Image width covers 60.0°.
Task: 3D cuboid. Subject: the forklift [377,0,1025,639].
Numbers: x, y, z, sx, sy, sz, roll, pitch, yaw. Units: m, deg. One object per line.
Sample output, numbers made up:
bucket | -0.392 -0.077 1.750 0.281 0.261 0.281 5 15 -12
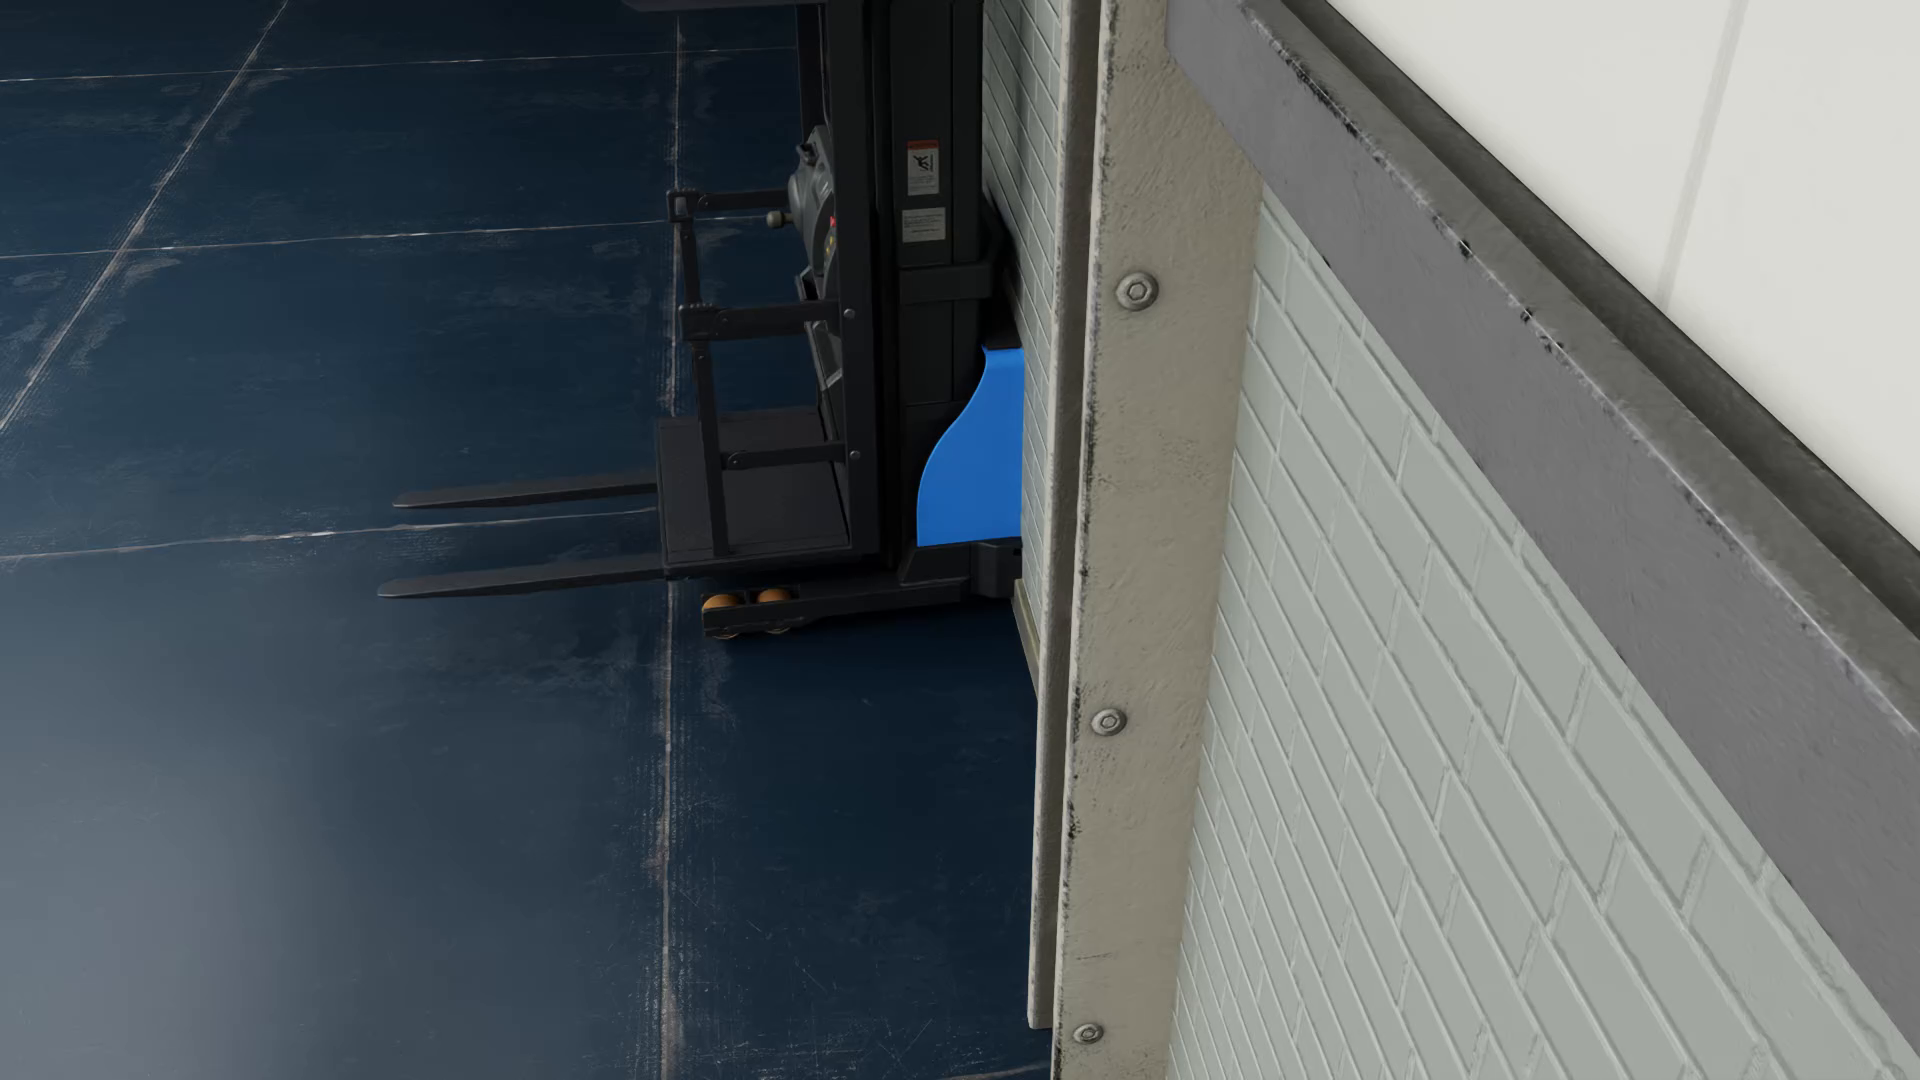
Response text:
forklift | -0.696 -1.164 5.856 3.031 2.935 1.130 -6 35 -9

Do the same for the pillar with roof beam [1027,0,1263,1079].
pillar with roof beam | -3.894 -1.939 1.604 9.100 9.000 0.400 -4 35 -6
